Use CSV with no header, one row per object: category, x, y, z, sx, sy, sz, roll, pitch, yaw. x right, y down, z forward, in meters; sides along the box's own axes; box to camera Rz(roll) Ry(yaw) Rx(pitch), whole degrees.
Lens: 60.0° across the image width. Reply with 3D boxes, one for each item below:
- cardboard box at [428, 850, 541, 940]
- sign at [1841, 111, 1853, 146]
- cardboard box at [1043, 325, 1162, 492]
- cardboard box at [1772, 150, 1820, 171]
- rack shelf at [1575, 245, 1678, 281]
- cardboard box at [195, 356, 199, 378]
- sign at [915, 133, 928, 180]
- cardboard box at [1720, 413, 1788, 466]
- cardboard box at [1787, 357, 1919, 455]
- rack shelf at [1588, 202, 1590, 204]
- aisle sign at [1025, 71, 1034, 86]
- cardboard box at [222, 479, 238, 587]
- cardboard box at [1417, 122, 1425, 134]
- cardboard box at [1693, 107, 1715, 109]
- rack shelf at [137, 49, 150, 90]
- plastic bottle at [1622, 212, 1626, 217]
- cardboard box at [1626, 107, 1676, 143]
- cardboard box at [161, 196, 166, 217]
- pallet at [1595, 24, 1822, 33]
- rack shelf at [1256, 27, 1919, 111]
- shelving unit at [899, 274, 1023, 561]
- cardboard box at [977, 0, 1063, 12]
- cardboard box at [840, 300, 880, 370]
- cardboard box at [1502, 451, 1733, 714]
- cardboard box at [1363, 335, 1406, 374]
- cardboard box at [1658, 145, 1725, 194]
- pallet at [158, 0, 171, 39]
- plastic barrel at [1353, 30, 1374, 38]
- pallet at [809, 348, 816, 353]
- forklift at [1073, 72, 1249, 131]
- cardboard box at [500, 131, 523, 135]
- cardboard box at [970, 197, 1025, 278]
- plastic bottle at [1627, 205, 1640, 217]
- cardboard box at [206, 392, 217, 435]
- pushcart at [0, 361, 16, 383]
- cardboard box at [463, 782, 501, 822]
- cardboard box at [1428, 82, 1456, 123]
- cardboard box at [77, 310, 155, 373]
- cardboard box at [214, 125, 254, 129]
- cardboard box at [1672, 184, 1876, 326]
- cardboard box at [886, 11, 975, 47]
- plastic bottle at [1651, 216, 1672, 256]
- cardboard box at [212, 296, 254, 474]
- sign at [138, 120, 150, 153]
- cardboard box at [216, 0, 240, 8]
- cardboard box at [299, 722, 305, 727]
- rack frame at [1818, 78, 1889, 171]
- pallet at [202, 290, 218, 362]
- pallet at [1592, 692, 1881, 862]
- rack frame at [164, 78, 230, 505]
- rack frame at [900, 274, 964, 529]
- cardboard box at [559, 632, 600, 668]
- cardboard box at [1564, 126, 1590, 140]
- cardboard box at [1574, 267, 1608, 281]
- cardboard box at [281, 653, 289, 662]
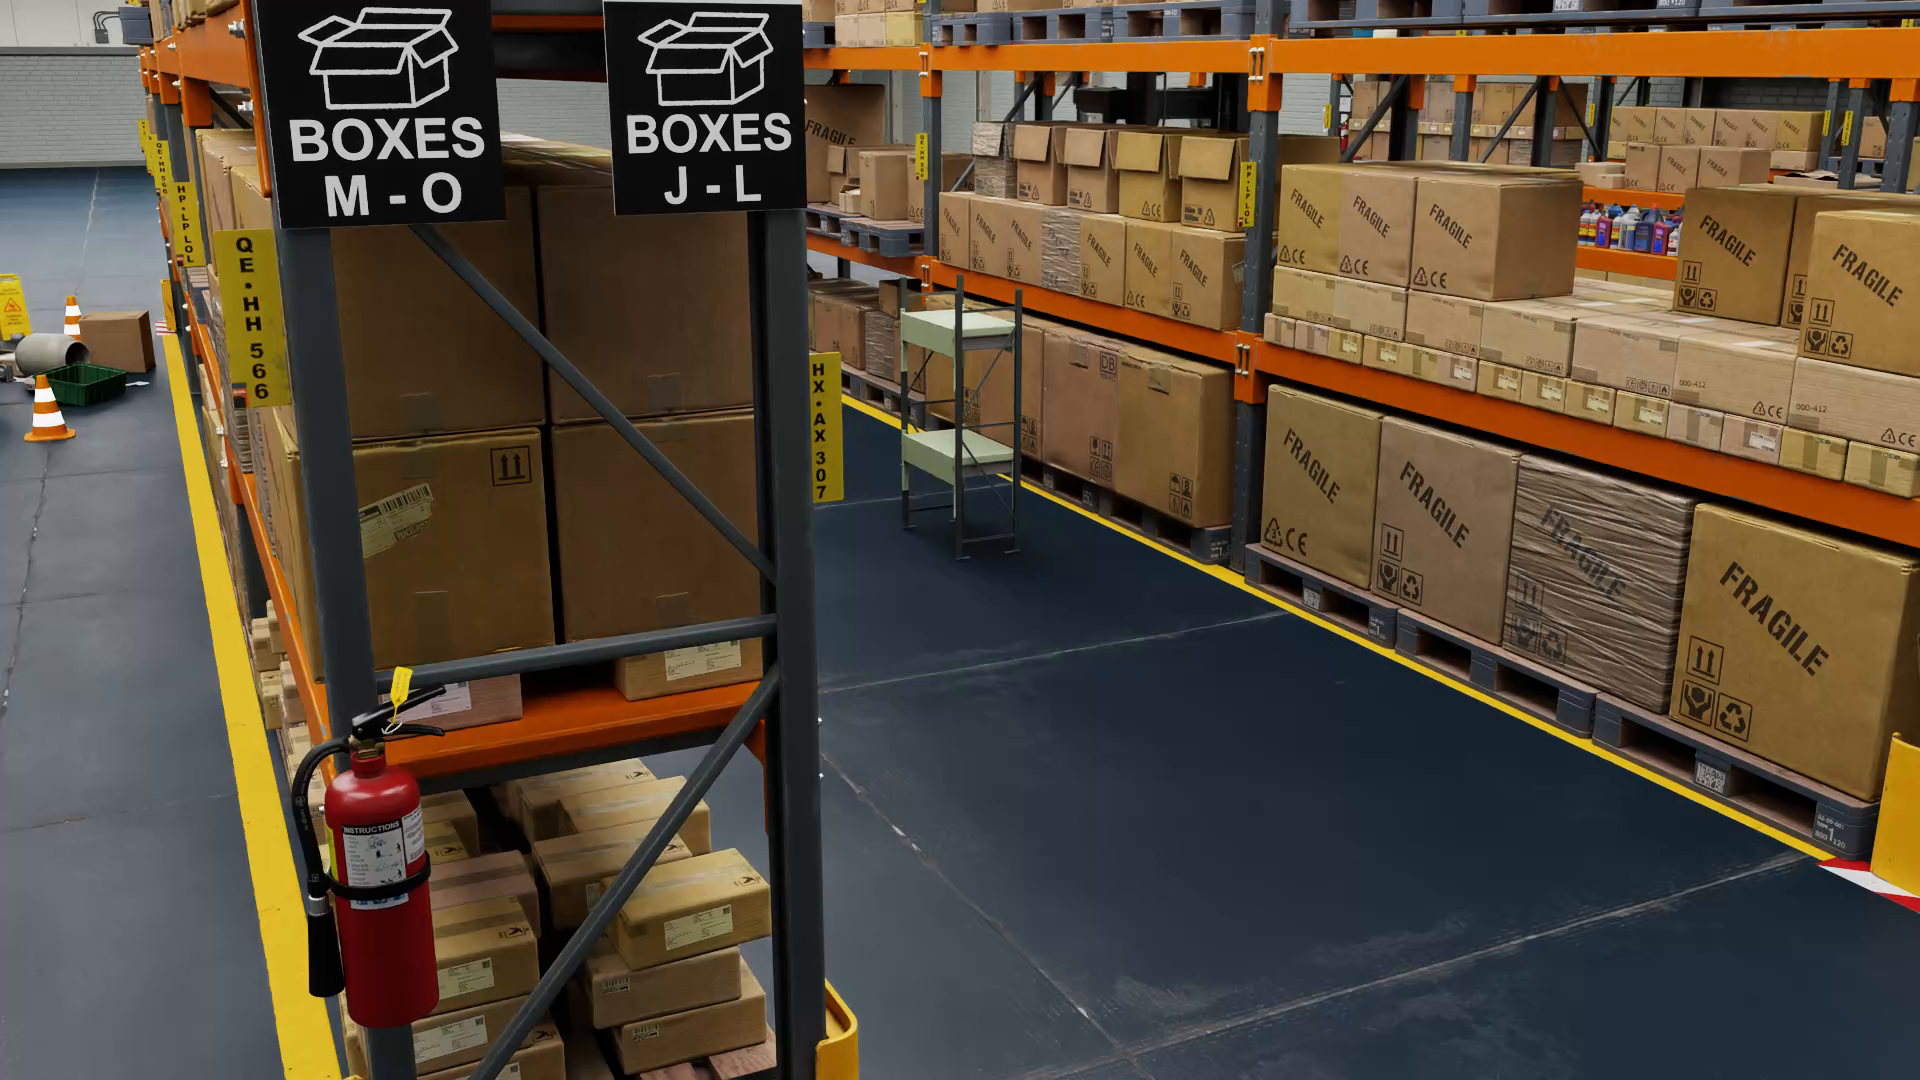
cardboard box,-1.306,0.955,4.314,0.380,0.149,0.250,-7,18,-24
sign,8.619,-4.001,16.154,0.100,0.325,0.005,-8,18,-25
cardboard box,1.272,-0.882,10.477,1.225,0.875,0.875,-8,18,-27
cardboard box,11.336,-5.122,22.395,0.500,0.250,0.500,-8,18,-25
rack shelf,5.539,-2.073,12.839,1.077,0.370,4.000,-8,18,-25
cardboard box,-5.692,-1.711,13.591,1.050,0.750,0.750,-8,18,-25
sign,-0.274,-2.766,11.997,0.100,0.325,0.005,-8,18,-25
cardboard box,3.038,-0.387,6.116,0.380,0.149,0.250,-8,18,-25
cardboard box,3.264,-0.491,5.756,0.500,0.250,0.500,-8,18,-26
rack shelf,6.488,-4.654,21.834,1.077,0.370,4.000,-8,18,-25
aisle sign,0.863,-6.130,20.961,0.394,0.787,0.004,-8,18,-25
cardboard box,-3.316,-0.030,8.188,0.500,0.500,0.500,-8,18,-26
cardboard box,6.156,-5.413,21.818,0.380,0.149,0.250,-8,18,-26
cardboard box,10.903,-6.048,24.265,0.500,0.500,0.500,-8,18,-26
rack shelf,-6.921,-4.325,15.251,1.077,0.370,4.000,-8,18,-25
plastic bottle,5.486,-2.610,13.766,0.097,0.201,0.097,0,16,0
cardboard box,10.210,-6.115,24.496,0.500,0.500,0.500,-8,18,-25
cardboard box,-7.201,-3.423,15.968,0.875,0.550,0.550,-8,18,-25
pallet,5.484,-3.737,12.239,1.003,0.211,1.213,-8,18,-25
rack shelf,2.839,-1.924,6.883,1.077,0.370,4.000,-8,18,-25
shelving unit,-0.003,-0.723,9.550,0.431,1.500,0.755,-8,18,-25
cardboard box,0.542,-3.866,11.400,0.797,0.503,0.637,-7,17,-22
cardboard box,-0.611,-1.765,14.198,0.700,0.500,0.500,-6,17,-20
cardboard box,2.964,0.113,7.010,0.875,0.875,0.875,-8,18,-25
cardboard box,2.141,-0.894,7.884,0.380,0.149,0.250,-8,18,-26
cardboard box,8.136,-4.105,18.434,0.500,0.500,0.500,-8,18,-25
pallet,-3.172,-2.524,8.010,1.213,0.211,1.003,-8,18,-25
plastic barrel,3.901,-5.165,15.963,0.600,0.901,0.708,-8,18,-25
pallet,-1.200,-1.774,15.551,1.003,0.211,1.213,-8,18,-25
forklift,1.534,-2.495,13.133,1.130,2.935,3.031,-5,17,-17
cardboard box,-1.860,-1.210,5.995,0.500,0.500,0.500,-8,18,-27
cardboard box,0.406,-2.083,11.389,0.500,0.500,0.500,-8,18,-26
plastic bottle,5.529,-2.619,13.673,0.097,0.271,0.097,0,16,0
cardboard box,-3.781,-0.652,8.995,0.500,0.250,0.500,-8,18,-24
pushcart,-8.423,-1.137,13.030,0.936,0.377,1.648,15,22,42
cardboard box,-1.415,0.789,5.432,0.380,0.149,0.250,-7,17,-22
cardboard box,6.505,-5.658,21.496,0.700,0.500,0.500,-8,18,-25
cardboard box,-7.648,-1.794,15.091,0.500,0.500,0.500,-5,17,-15
cardboard box,-4.481,-2.383,10.621,0.700,0.500,0.500,-8,18,-25
cardboard box,3.296,-1.167,6.752,0.500,0.500,0.500,-8,18,-26
cardboard box,-0.219,-3.774,12.297,0.500,0.250,0.500,-8,18,-25
plastic bottle,5.268,-2.283,12.481,0.061,0.283,0.133,-8,18,-25
cardboard box,-2.139,-0.536,5.461,0.500,0.500,0.500,-8,18,-26
sign,-8.299,-4.114,16.934,0.100,0.325,0.005,-8,18,-25
cardboard box,-1.225,-1.208,3.357,0.500,0.250,0.500,-8,18,-26
cardboard box,-2.242,0.726,6.189,0.380,0.149,0.250,-8,18,-26
rack frame,11.816,-5.103,22.096,1.000,3.000,0.127,-8,18,-25
pallet,-3.389,-1.163,8.714,1.003,0.211,1.213,-8,18,-25
pallet,3.294,0.820,6.512,1.003,0.211,1.213,-8,18,-25
rack frame,-4.293,-1.741,10.381,1.000,3.000,0.127,-8,18,-25
rack frame,-0.163,-0.813,9.866,0.400,1.500,0.023,-8,18,-25
cardboard box,-0.784,0.185,4.124,0.380,0.149,0.250,-7,17,-23
cardboard box,7.421,-4.954,20.217,0.380,0.149,0.250,-8,18,-25
cardboard box,7.541,-3.127,19.433,0.500,0.250,0.500,-7,18,-24
cardboard box,-2.478,0.456,6.590,0.380,0.149,0.250,-8,18,-25
